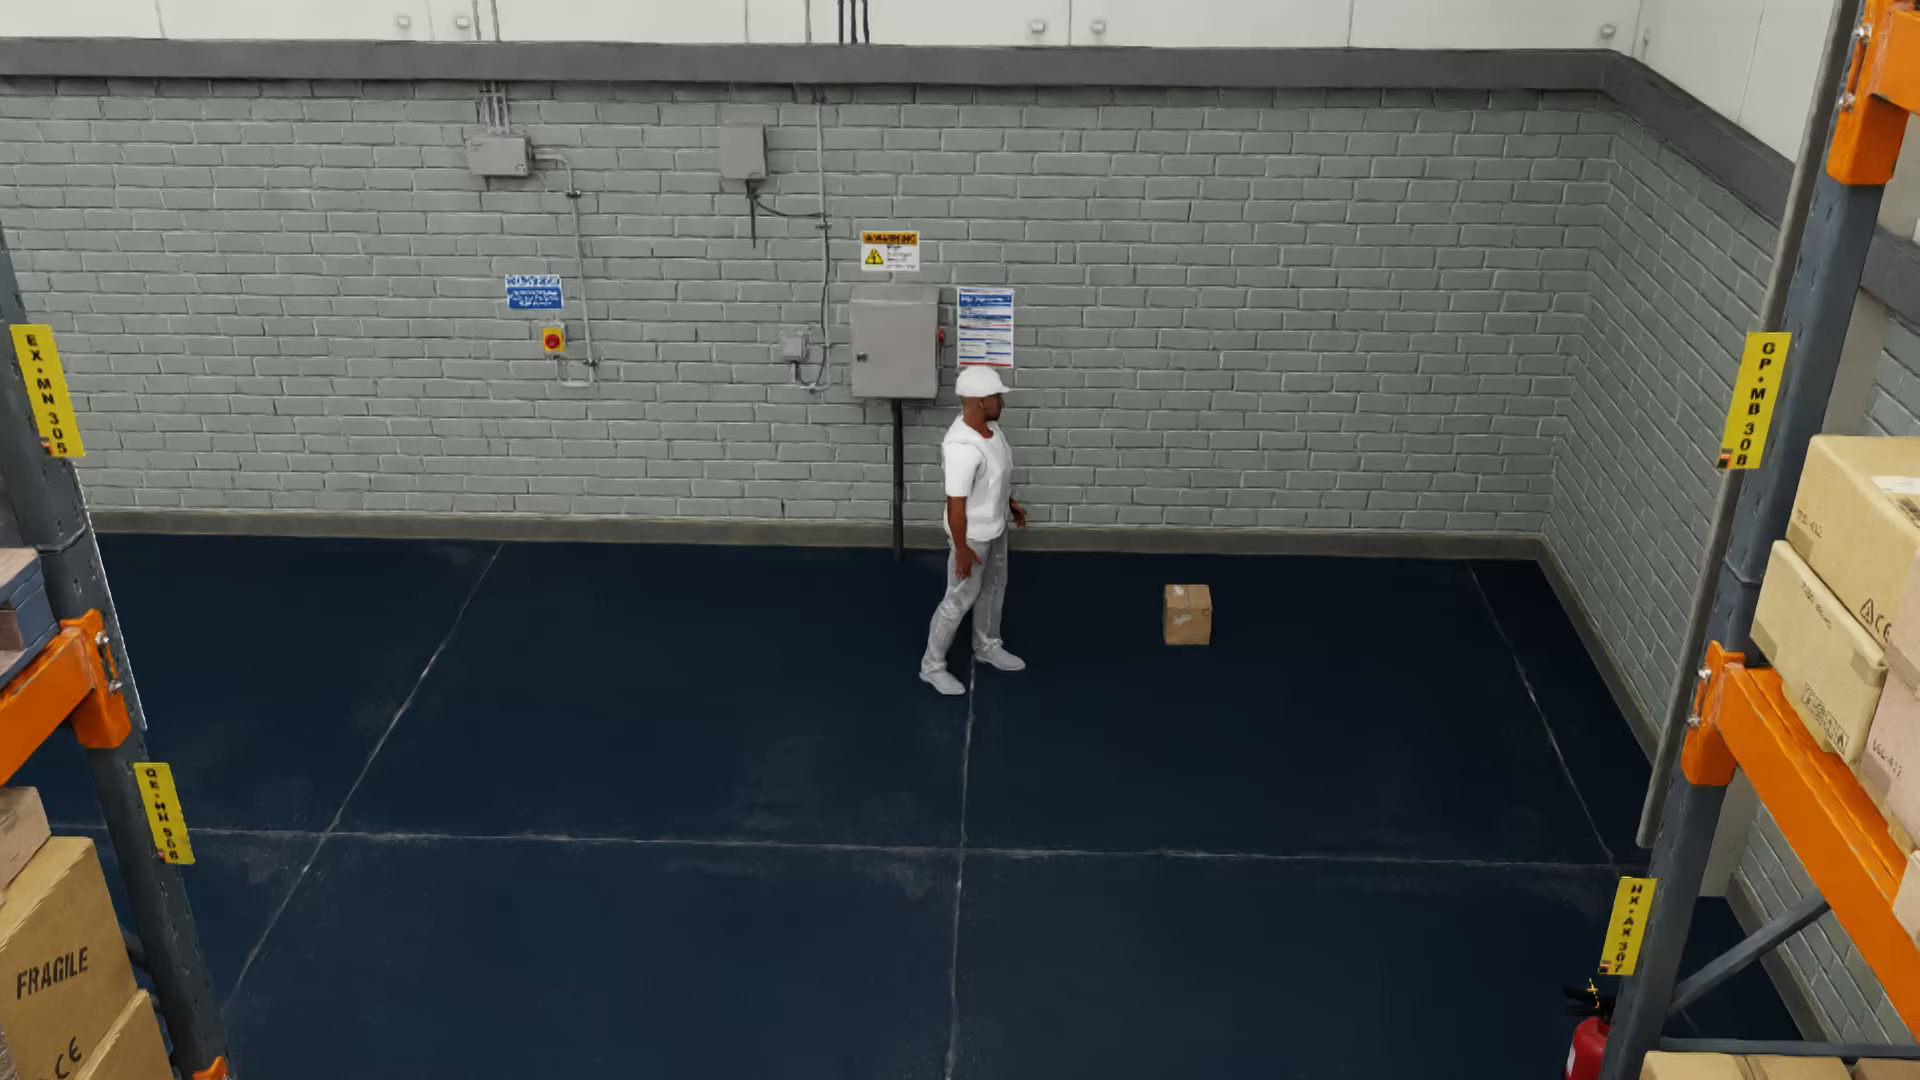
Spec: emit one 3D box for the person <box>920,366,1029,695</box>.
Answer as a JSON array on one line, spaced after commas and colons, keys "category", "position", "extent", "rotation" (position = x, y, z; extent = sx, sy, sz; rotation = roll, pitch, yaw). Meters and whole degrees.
[{"category": "person", "position": [0.092, -0.073, 8.738], "extent": [0.526, 1.763, 0.681], "rotation": [8, 29, 15]}]
